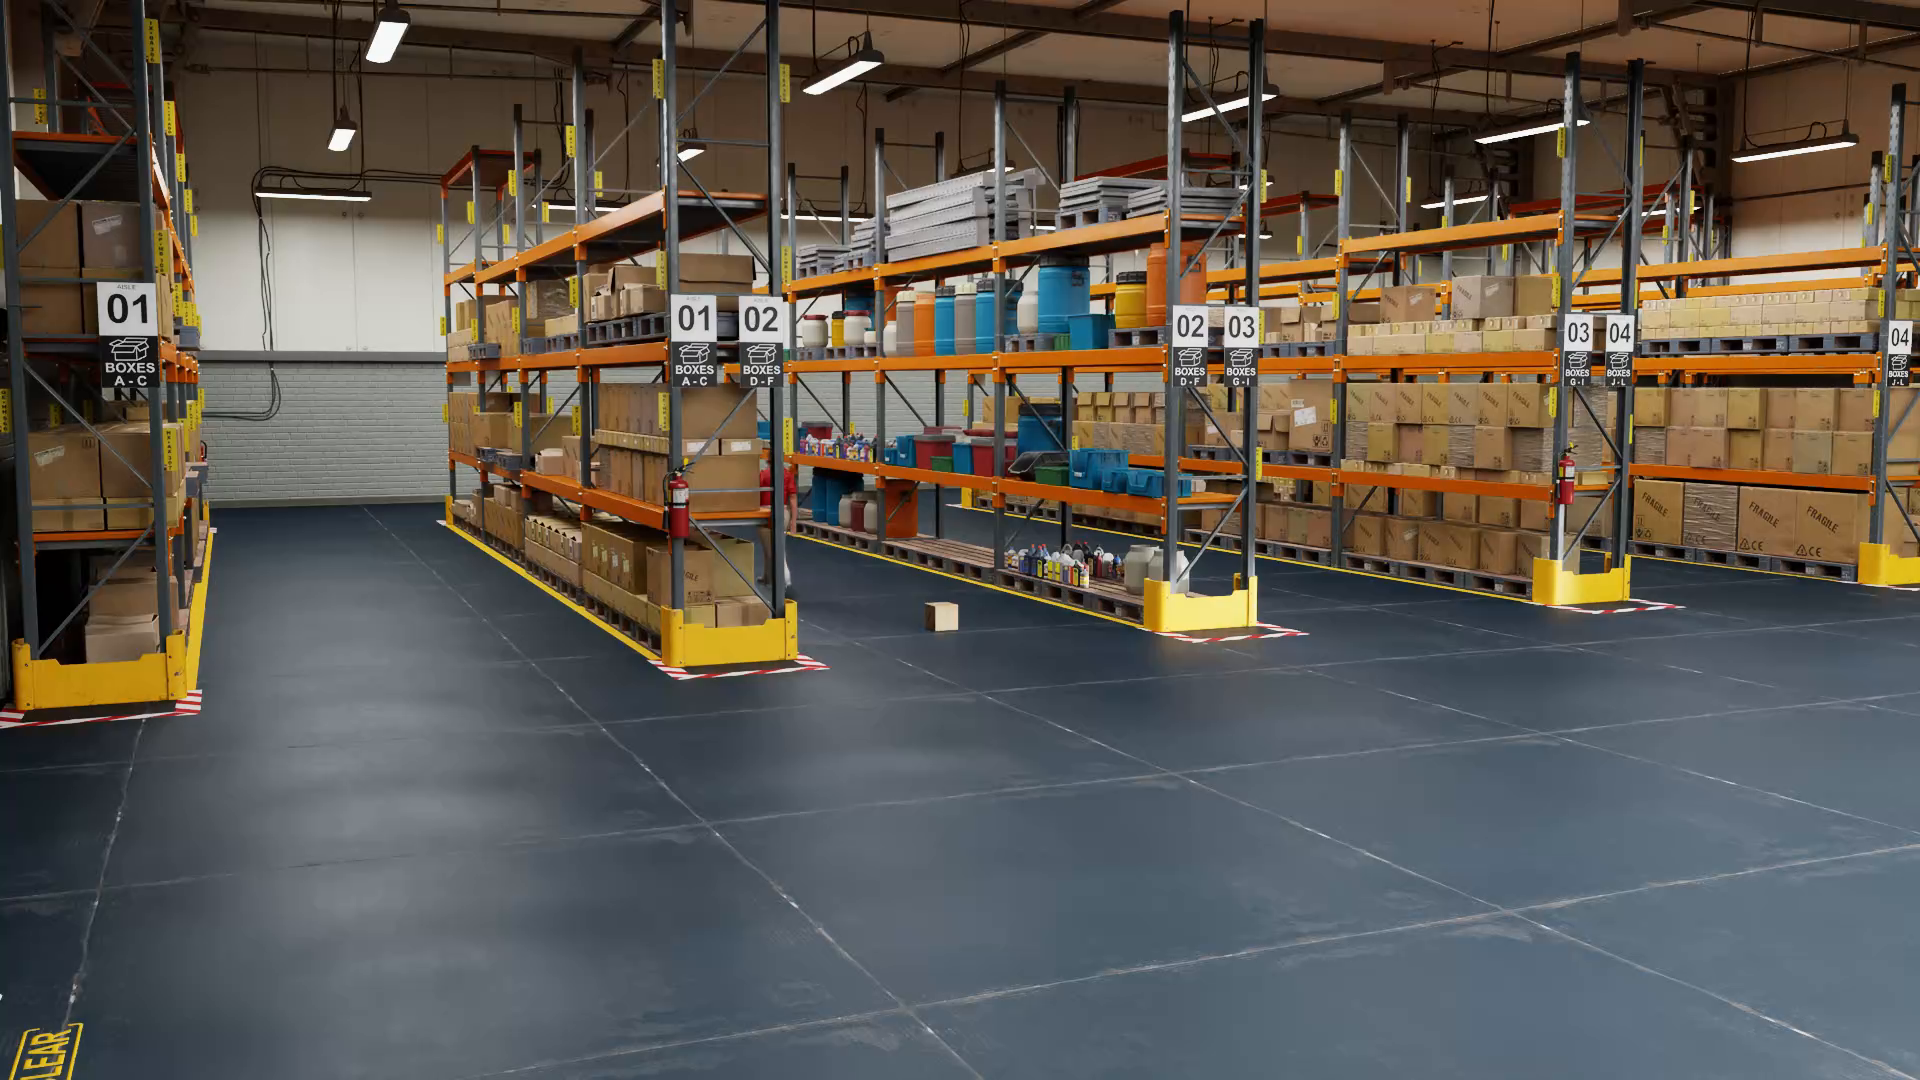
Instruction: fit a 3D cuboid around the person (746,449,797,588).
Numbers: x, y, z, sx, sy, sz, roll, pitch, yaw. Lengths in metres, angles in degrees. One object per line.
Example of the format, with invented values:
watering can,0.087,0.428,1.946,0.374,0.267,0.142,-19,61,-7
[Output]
person,-2.218,-0.250,19.516,0.535,1.672,1.068,-4,7,-37
